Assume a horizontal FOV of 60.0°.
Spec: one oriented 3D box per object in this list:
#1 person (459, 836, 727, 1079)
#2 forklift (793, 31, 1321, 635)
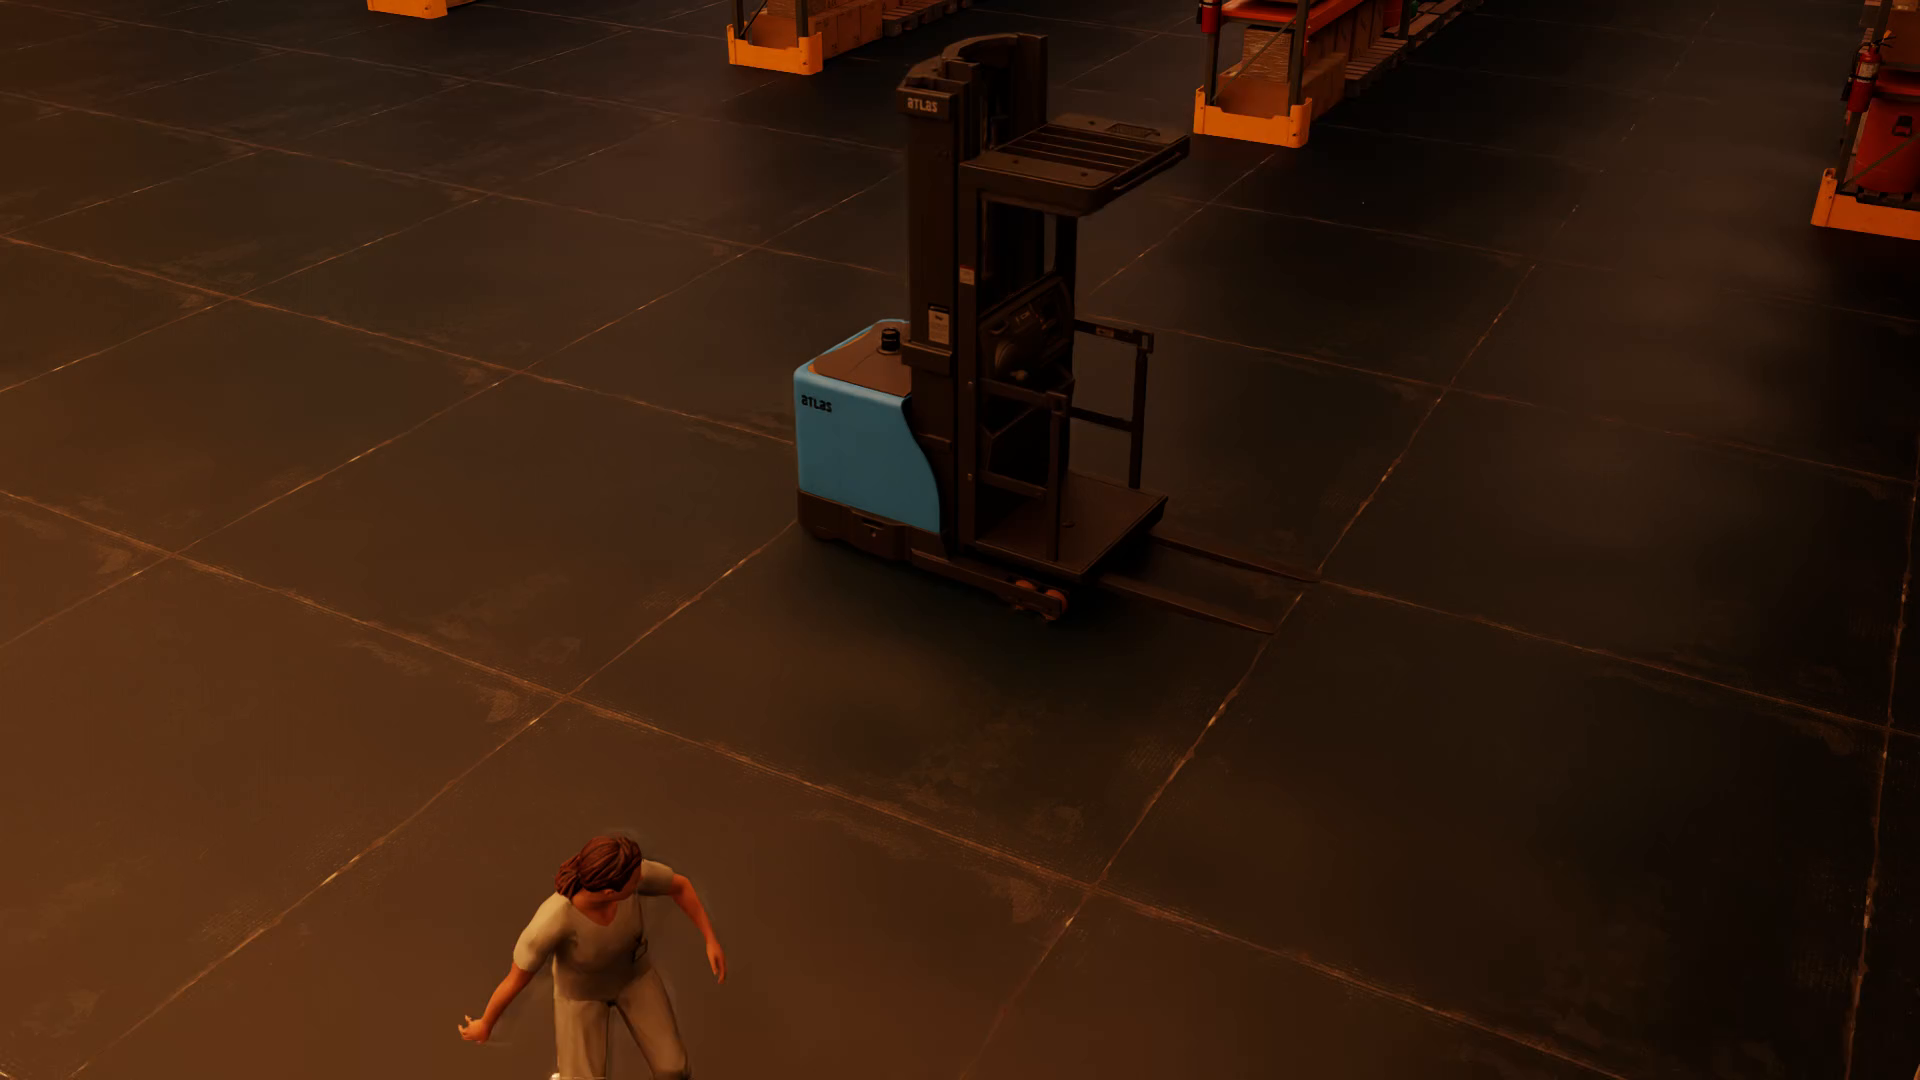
[{"bbox_3d":[-1.271,1.597,5.787,0.877,1.537,0.471,-19,35,-29],"label":"person"},{"bbox_3d":[0.540,-1.128,9.026,3.031,2.935,1.130,17,34,27],"label":"forklift"}]
